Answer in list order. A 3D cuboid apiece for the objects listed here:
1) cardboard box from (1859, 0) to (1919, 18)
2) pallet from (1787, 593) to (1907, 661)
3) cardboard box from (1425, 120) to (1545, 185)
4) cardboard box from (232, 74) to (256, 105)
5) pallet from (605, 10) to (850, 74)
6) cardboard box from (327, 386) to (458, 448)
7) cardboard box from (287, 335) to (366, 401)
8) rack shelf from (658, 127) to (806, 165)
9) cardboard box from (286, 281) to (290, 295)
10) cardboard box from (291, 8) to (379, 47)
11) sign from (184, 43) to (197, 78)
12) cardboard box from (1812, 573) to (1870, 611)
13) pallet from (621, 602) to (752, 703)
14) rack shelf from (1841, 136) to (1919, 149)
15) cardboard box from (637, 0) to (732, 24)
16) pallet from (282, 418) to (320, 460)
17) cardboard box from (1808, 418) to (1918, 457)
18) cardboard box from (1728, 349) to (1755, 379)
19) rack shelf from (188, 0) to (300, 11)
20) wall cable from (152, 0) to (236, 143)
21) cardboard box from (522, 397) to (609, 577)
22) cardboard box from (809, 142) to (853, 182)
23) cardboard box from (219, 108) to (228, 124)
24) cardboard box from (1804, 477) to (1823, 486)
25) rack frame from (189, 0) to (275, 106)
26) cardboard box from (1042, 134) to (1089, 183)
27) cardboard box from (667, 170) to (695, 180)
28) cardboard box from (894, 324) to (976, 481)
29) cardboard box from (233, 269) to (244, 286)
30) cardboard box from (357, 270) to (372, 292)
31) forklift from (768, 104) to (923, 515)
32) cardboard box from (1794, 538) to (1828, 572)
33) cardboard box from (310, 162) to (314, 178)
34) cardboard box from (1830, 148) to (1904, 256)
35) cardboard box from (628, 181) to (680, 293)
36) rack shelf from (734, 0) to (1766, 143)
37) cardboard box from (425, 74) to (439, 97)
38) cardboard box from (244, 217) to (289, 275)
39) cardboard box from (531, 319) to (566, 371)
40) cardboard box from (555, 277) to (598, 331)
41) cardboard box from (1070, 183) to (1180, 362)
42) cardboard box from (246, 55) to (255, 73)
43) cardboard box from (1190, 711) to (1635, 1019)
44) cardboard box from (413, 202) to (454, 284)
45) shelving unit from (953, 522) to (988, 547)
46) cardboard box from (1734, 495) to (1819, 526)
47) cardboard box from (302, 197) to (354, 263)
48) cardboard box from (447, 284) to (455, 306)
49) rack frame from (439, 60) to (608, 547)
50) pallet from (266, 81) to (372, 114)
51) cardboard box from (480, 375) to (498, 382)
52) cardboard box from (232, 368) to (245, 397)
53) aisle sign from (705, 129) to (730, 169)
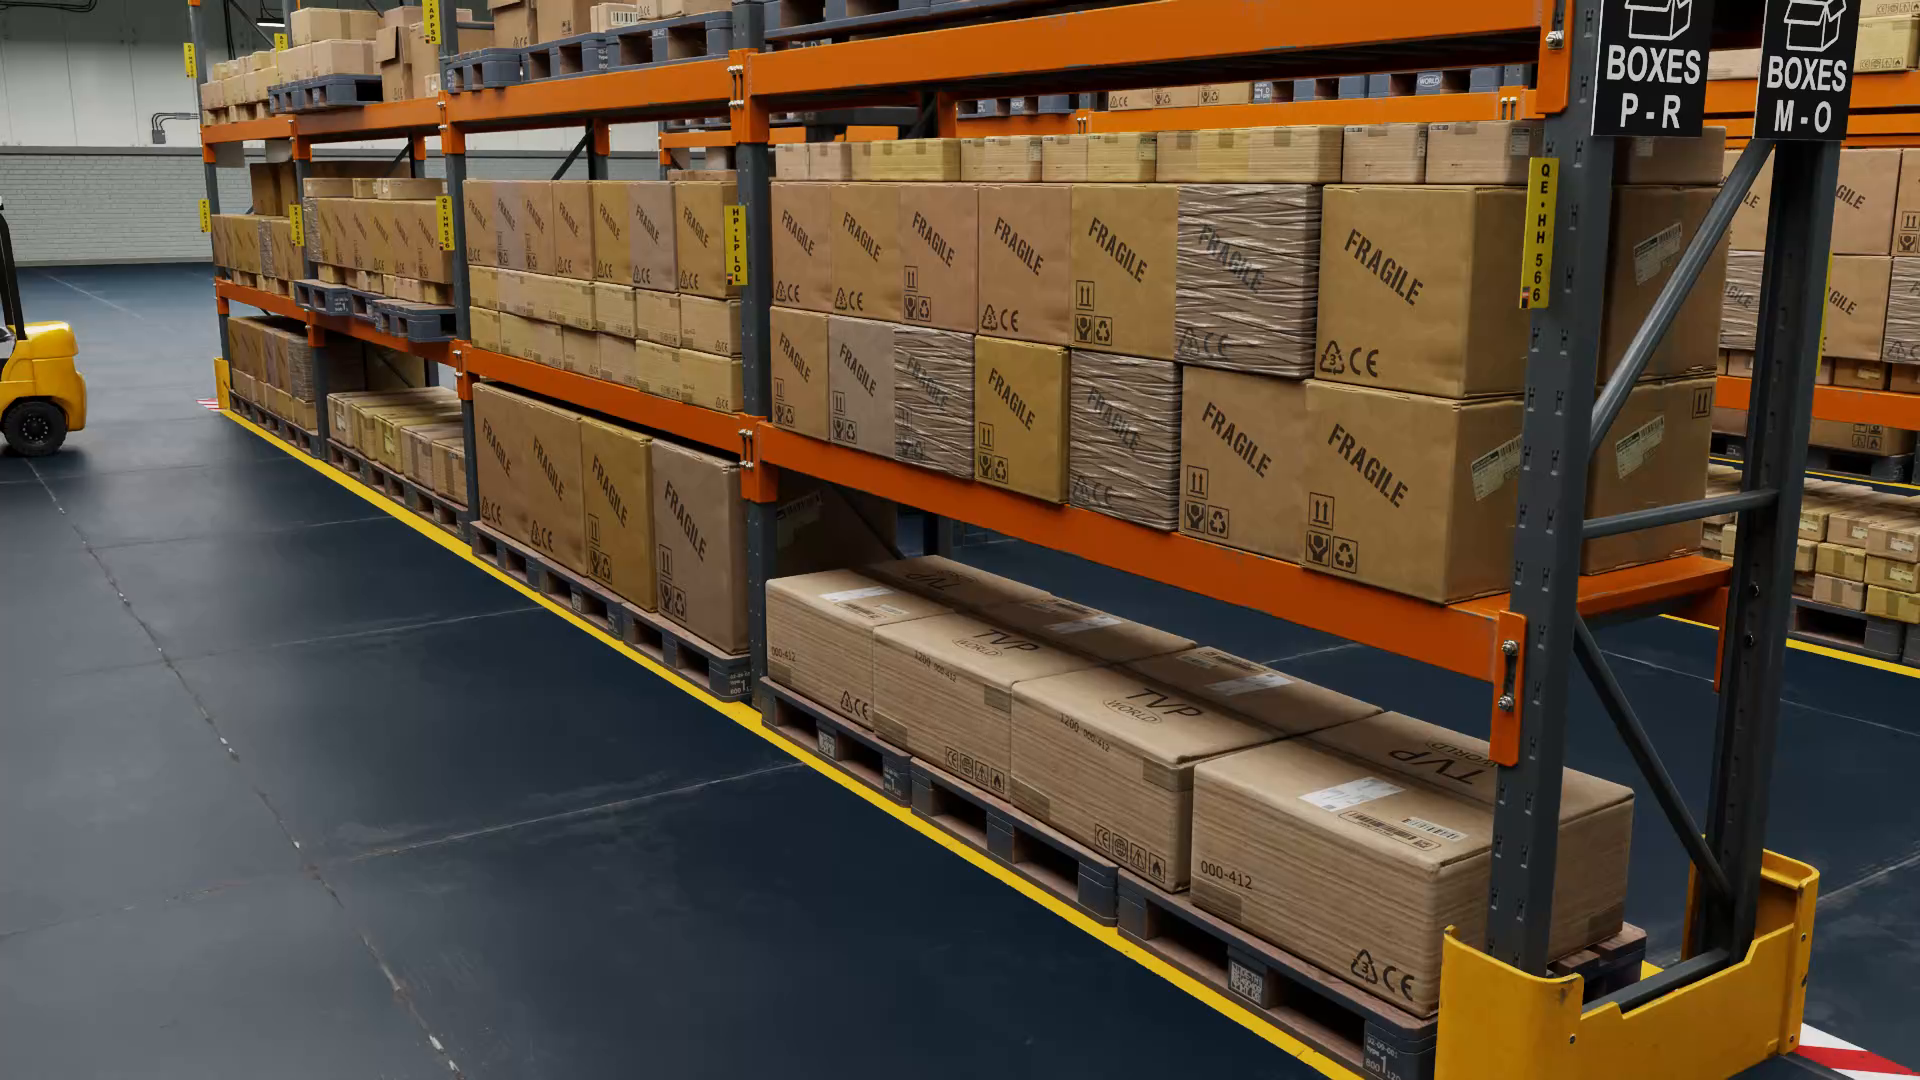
[{"bbox_3d":[4.496,-2.618,7.974,0.500,0.250,0.500,-9,15,-35],"label":"cardboard box"},{"bbox_3d":[4.664,0.326,8.876,1.003,0.211,1.213,-8,15,-33],"label":"pallet"},{"bbox_3d":[1.368,-0.947,4.080,0.380,0.149,0.250,-8,15,-32],"label":"cardboard box"},{"bbox_3d":[-6.229,-4.042,14.957,0.500,0.250,0.500,-8,15,-32],"label":"cardboard box"},{"bbox_3d":[-1.031,-2.294,7.755,0.805,0.209,1.217,-9,15,-35],"label":"pallet"},{"bbox_3d":[-4.622,-1.016,13.653,0.950,0.372,0.625,-8,15,-32],"label":"cardboard box"},{"bbox_3d":[-5.466,-1.489,14.347,0.500,0.500,0.500,-8,15,-34],"label":"cardboard box"},{"bbox_3d":[-1.958,-4.261,17.987,1.077,0.370,4.000,-8,15,-33],"label":"rack shelf"},{"bbox_3d":[-5.696,-2.231,14.629,0.380,0.149,0.250,-8,15,-34],"label":"cardboard box"},{"bbox_3d":[-4.640,-3.790,12.348,0.500,0.250,0.500,-8,15,-34],"label":"cardboard box"},{"bbox_3d":[-7.583,-4.727,16.388,0.100,0.325,0.005,-8,15,-33],"label":"sign"},{"bbox_3d":[4.556,0.239,8.436,0.380,0.149,0.250,-8,15,-32],"label":"cardboard box"},{"bbox_3d":[-0.973,0.469,8.221,1.003,0.211,1.213,-8,15,-33],"label":"pallet"},{"bbox_3d":[10.783,-3.993,16.764,1.077,0.370,4.000,-8,15,-33],"label":"rack shelf"},{"bbox_3d":[-1.145,-2.523,7.584,0.500,0.311,0.500,-8,15,-33],"label":"cardboard box"},{"bbox_3d":[-5.316,-0.940,14.667,1.003,0.211,1.213,-8,15,-33],"label":"pallet"},{"bbox_3d":[7.396,-1.216,13.392,1.225,0.875,0.875,-8,15,-33],"label":"cardboard box"},{"bbox_3d":[4.237,-0.928,8.672,0.380,0.149,0.250,-7,14,-30],"label":"cardboard box"},{"bbox_3d":[-6.023,-5.121,14.905,1.077,0.370,4.000,-8,15,-33],"label":"rack shelf"},{"bbox_3d":[-20.867,-13.809,44.983,2.305,6.003,0.169,-8,15,-33],"label":"wall cable"},{"bbox_3d":[-1.894,-0.351,9.437,0.875,0.875,0.875,-8,15,-32],"label":"cardboard box"},{"bbox_3d":[-0.368,-1.488,6.553,0.380,0.149,0.250,-8,15,-32],"label":"cardboard box"},{"bbox_3d":[-6.879,-4.057,15.957,0.380,0.149,0.250,-8,14,-31],"label":"cardboard box"},{"bbox_3d":[4.621,-0.262,9.337,0.380,0.149,0.250,-9,15,-35],"label":"cardboard box"},{"bbox_3d":[-7.131,-5.829,16.455,1.000,3.000,0.127,-8,15,-33],"label":"rack frame"},{"bbox_3d":[0.486,-1.217,5.312,0.380,0.149,0.250,-8,14,-31],"label":"cardboard box"},{"bbox_3d":[-2.893,-4.033,19.403,0.875,0.550,0.550,-8,15,-33],"label":"cardboard box"},{"bbox_3d":[0.105,-0.520,5.983,0.500,0.500,0.500,-8,15,-32],"label":"cardboard box"},{"bbox_3d":[-6.782,-2.540,16.046,0.380,0.149,0.250,-8,15,-32],"label":"cardboard box"},{"bbox_3d":[-4.173,-1.899,12.129,0.380,0.149,0.250,-7,14,-31],"label":"cardboard box"},{"bbox_3d":[-0.859,-1.851,12.466,1.130,2.935,3.031,-6,14,-24],"label":"forklift"},{"bbox_3d":[4.379,0.049,8.611,0.380,0.149,0.250,-8,15,-32],"label":"cardboard box"},{"bbox_3d":[-5.498,-3.160,15.019,0.700,0.500,0.500,-8,15,-34],"label":"cardboard box"},{"bbox_3d":[4.466,-1.667,8.192,0.500,0.500,0.500,-9,15,-35],"label":"cardboard box"},{"bbox_3d":[-1.232,-1.443,7.863,0.500,0.500,0.500,-8,15,-32],"label":"cardboard box"},{"bbox_3d":[0.626,-1.523,5.466,1.077,0.370,4.000,-8,15,-33],"label":"rack shelf"},{"bbox_3d":[-3.192,-2.893,10.636,0.380,0.149,0.250,-8,15,-33],"label":"cardboard box"},{"bbox_3d":[-6.238,-2.704,15.275,0.500,0.500,0.500,-8,15,-34],"label":"cardboard box"},{"bbox_3d":[-2.052,-1.103,9.233,0.500,0.250,0.500,-8,14,-31],"label":"cardboard box"},{"bbox_3d":[-1.802,-1.254,8.754,0.500,0.250,0.500,-8,15,-32],"label":"cardboard box"},{"bbox_3d":[0.683,-0.826,5.042,0.500,0.500,0.500,-8,15,-33],"label":"cardboard box"},{"bbox_3d":[-6.047,-4.173,14.622,0.380,0.149,0.250,-8,15,-32],"label":"cardboard box"},{"bbox_3d":[1.285,0.888,4.795,0.875,0.438,0.875,-9,15,-35],"label":"cardboard box"},{"bbox_3d":[-3.182,-1.923,10.721,0.500,0.500,0.500,-9,15,-34],"label":"cardboard box"},{"bbox_3d":[0.030,-0.503,10.706,0.215,1.050,0.252,-8,15,-33],"label":"shelving unit"},{"bbox_3d":[4.342,-0.153,8.839,0.380,0.149,0.250,-9,15,-35],"label":"cardboard box"},{"bbox_3d":[-4.894,-2.469,13.219,0.500,0.500,0.500,-8,14,-31],"label":"cardboard box"},{"bbox_3d":[-3.076,-1.589,10.711,0.380,0.149,0.250,-7,14,-31],"label":"cardboard box"},{"bbox_3d":[-2.699,-1.476,10.589,1.000,3.000,0.127,-8,15,-33],"label":"rack frame"},{"bbox_3d":[-4.661,-3.439,12.982,1.213,0.211,1.003,-8,15,-33],"label":"pallet"},{"bbox_3d":[-4.376,-1.319,15.717,0.500,0.500,0.500,1,12,6],"label":"cardboard box"},{"bbox_3d":[-6.914,-1.584,16.539,0.500,0.250,0.500,-8,15,-33],"label":"cardboard box"},{"bbox_3d":[-2.856,-4.821,19.799,0.394,0.787,0.004,-8,15,-33],"label":"aisle sign"}]
